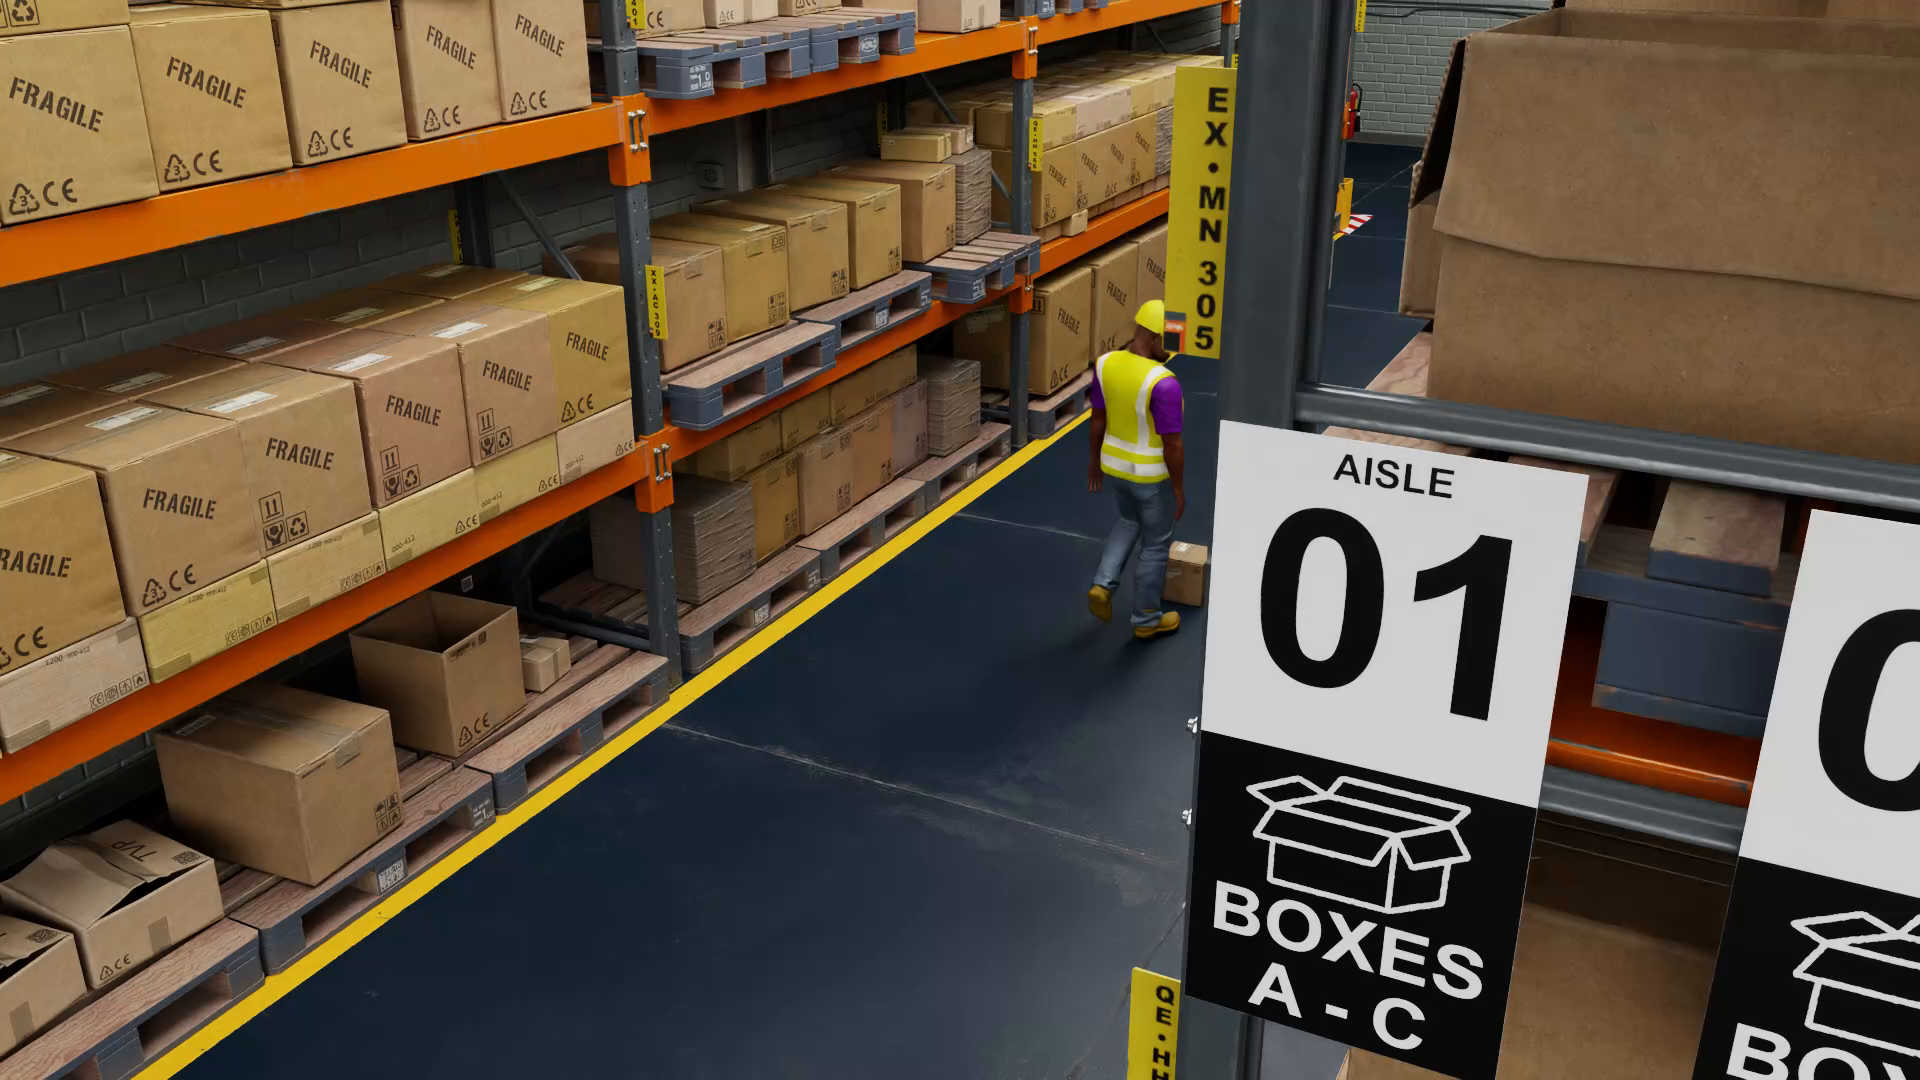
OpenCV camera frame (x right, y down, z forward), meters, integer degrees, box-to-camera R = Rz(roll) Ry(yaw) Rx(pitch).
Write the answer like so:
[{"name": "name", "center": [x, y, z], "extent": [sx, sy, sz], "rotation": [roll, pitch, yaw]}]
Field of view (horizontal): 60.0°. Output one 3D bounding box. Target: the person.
[{"name": "person", "center": [0.918, -0.344, 8.333], "extent": [0.494, 1.761, 0.602], "rotation": [-18, 29, -36]}]
